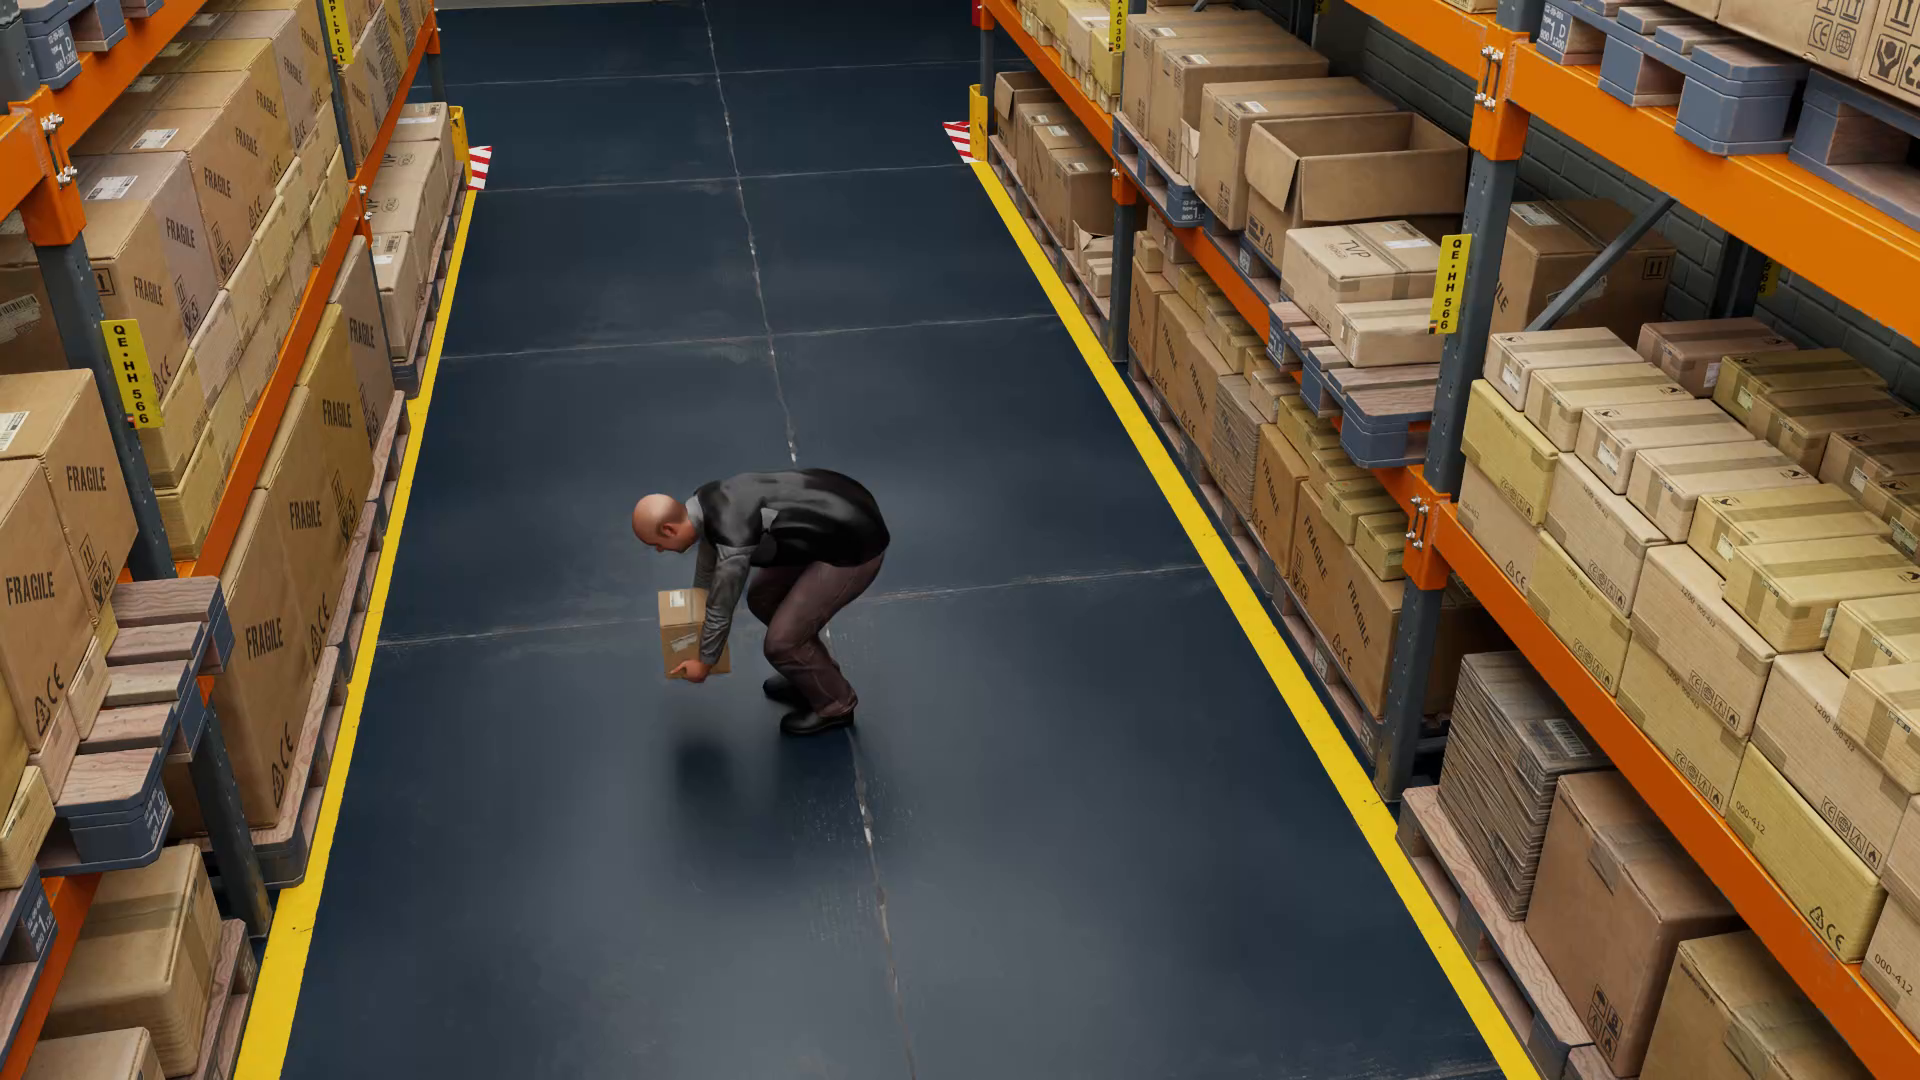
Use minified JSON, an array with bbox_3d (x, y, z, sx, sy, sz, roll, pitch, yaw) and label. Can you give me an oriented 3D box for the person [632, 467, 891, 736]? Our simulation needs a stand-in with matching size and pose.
[{"bbox_3d":[-0.745,0.231,6.413,0.950,1.063,0.498,-7,31,-11],"label":"person"}]
